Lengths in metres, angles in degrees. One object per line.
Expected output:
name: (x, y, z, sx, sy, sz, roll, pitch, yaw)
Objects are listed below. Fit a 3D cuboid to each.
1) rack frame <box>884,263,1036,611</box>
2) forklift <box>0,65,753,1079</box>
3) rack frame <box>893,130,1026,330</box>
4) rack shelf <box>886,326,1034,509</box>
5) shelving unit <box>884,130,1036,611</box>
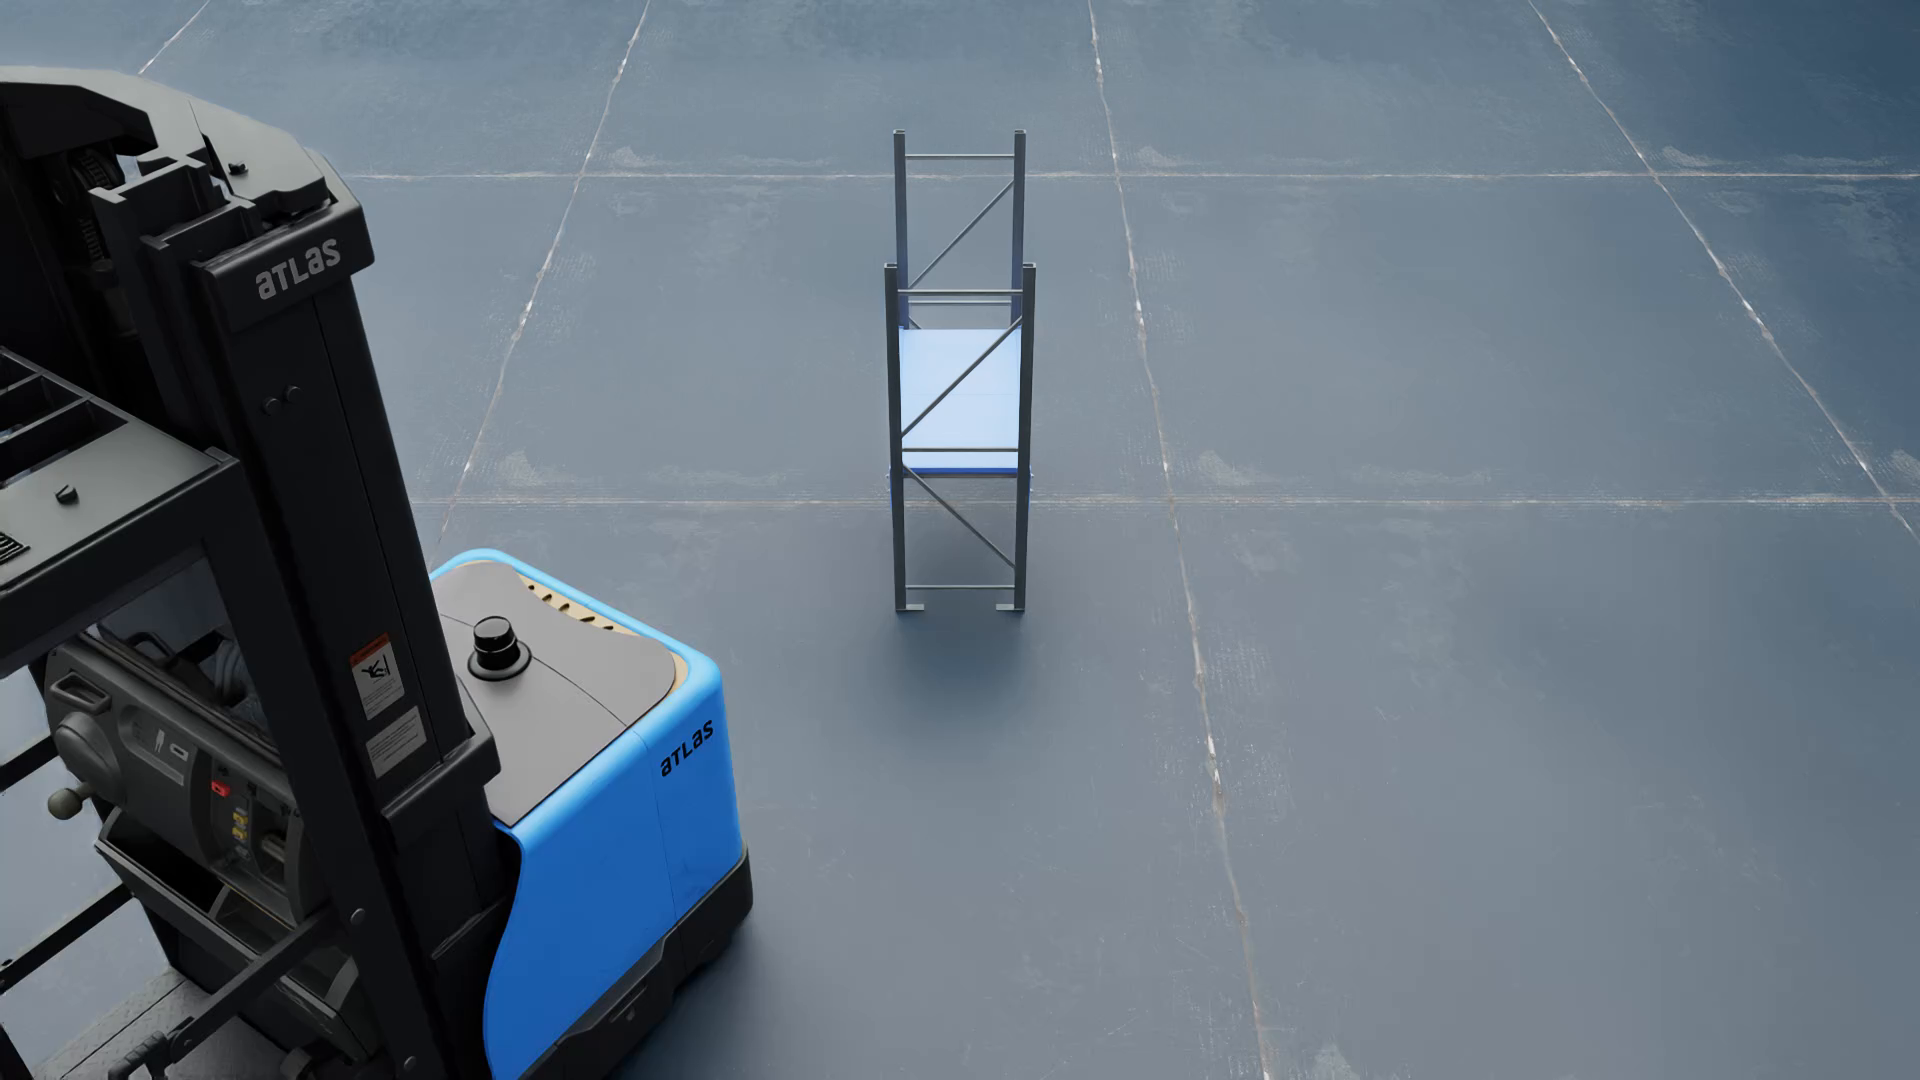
rack frame: (0.000, -0.321, 5.951, 0.500, 1.500, 0.032, 0, 39, 0)
forklift: (-1.896, 0.625, 3.626, 1.130, 2.935, 3.031, 23, 44, 26)
rack frame: (-0.001, -0.956, 6.744, 0.500, 1.500, 0.032, 0, 39, 0)
rack shelf: (0.000, -0.498, 6.460, 0.538, 0.185, 1.000, 0, 39, 0)
shelving unit: (0.000, -0.639, 6.348, 0.538, 1.500, 1.048, 0, 39, 0)
